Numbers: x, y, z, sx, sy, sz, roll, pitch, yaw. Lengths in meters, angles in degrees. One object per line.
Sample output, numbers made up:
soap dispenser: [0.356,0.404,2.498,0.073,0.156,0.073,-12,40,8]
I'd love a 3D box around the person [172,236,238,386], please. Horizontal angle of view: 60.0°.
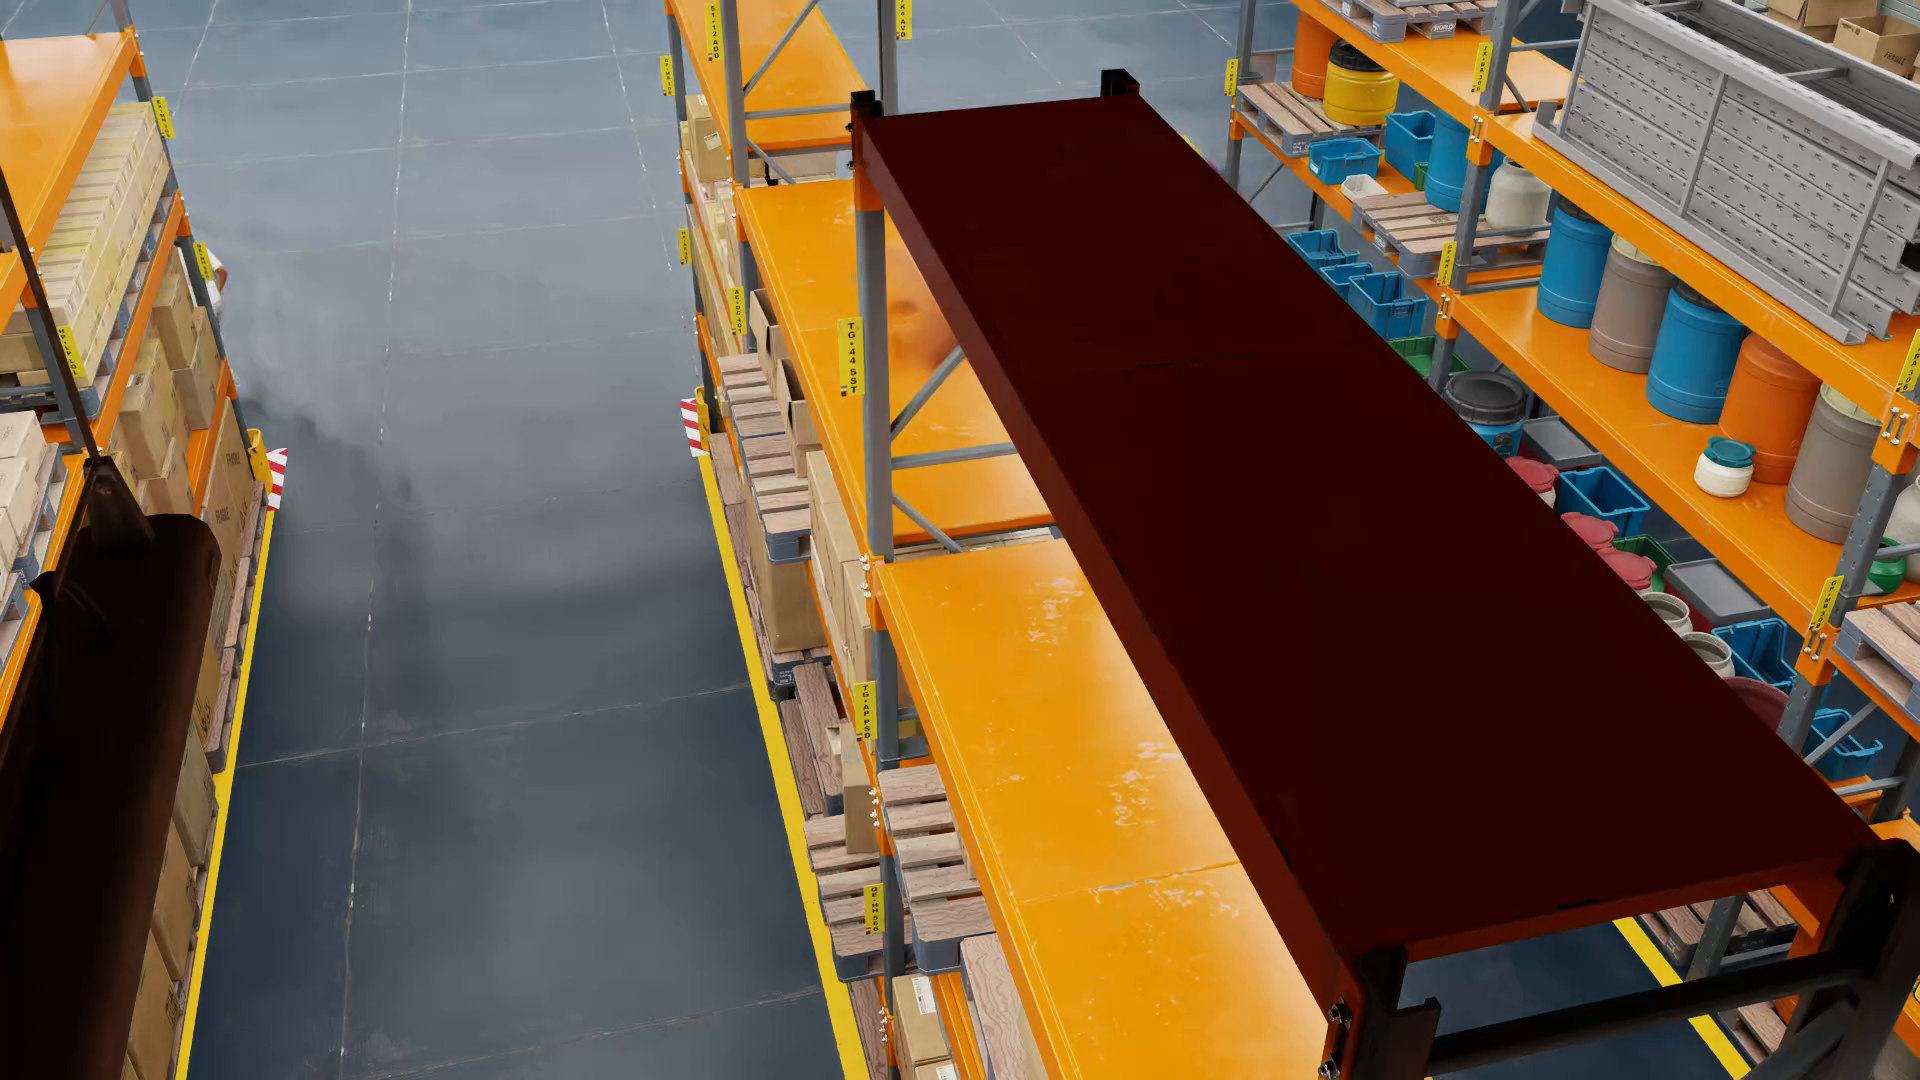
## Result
person: [-7.222,-2.171,15.804,0.799,1.694,0.602,27,43,33]
